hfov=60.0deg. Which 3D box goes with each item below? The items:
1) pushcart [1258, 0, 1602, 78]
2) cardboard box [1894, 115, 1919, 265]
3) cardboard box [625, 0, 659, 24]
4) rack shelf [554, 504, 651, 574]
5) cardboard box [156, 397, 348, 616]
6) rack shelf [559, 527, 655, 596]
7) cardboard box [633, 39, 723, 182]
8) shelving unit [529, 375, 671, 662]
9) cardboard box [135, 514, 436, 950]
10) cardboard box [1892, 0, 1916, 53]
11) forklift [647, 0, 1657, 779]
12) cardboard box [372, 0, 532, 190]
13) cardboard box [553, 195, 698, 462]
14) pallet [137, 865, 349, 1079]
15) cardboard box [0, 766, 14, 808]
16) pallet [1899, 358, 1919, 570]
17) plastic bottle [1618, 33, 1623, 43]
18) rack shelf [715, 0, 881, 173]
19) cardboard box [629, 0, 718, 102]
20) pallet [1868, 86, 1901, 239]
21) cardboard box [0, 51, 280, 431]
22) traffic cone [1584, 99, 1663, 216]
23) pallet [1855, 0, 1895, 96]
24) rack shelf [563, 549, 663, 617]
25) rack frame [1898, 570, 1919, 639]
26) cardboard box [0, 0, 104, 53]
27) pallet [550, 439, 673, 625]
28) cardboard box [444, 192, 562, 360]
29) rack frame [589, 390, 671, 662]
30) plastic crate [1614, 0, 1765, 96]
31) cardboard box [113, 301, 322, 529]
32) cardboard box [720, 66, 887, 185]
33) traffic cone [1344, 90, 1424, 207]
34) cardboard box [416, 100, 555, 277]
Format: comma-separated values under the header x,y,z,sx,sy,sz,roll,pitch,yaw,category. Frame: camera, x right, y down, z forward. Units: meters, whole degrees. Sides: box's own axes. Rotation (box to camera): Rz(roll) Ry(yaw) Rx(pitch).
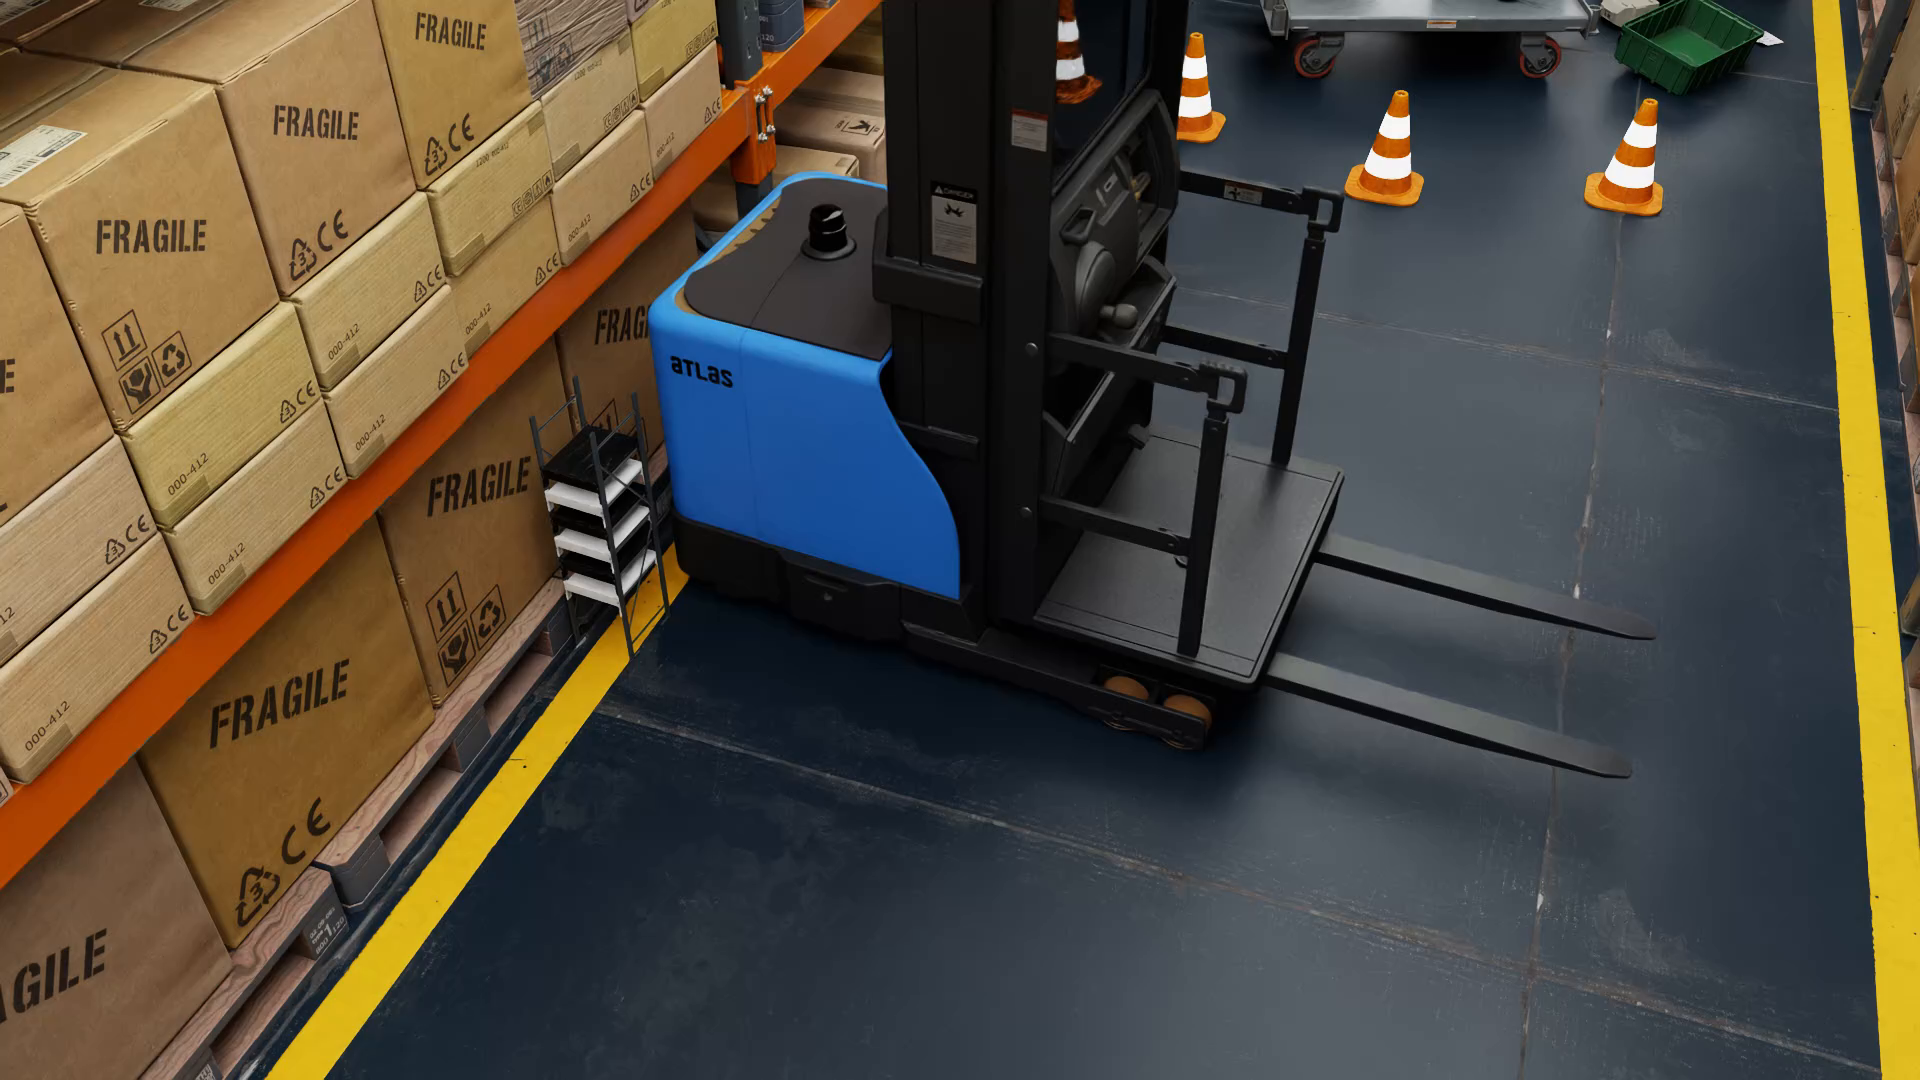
x,y,z,sx,sy,sz,roll,pitch,yaw,category
2.380,-2.762,8.696,1.648,0.377,0.936,0,40,0,pushcart
4.445,-1.516,6.625,1.050,0.750,0.750,13,42,15,cardboard box
-1.079,-1.840,4.749,0.500,0.500,0.500,12,42,14,cardboard box
-1.093,-0.026,5.138,0.200,0.077,0.258,16,43,18,rack shelf
-1.751,-0.133,3.711,0.500,0.250,0.500,13,42,15,cardboard box
-1.093,0.043,5.197,0.200,0.077,0.258,16,43,18,rack shelf
-1.077,-1.372,5.163,0.500,0.250,0.500,12,42,14,cardboard box
-1.093,-0.051,5.117,0.210,0.900,0.258,16,43,18,shelving unit
-2.077,0.344,4.349,0.875,0.875,0.875,14,43,16,cardboard box
5.187,-2.917,8.172,0.875,0.875,0.875,14,42,16,cardboard box
0.617,-0.879,4.522,3.031,2.935,1.130,16,43,18,forklift
-1.423,-1.224,4.026,0.500,0.500,0.500,13,42,15,cardboard box
-1.462,-0.744,5.624,0.875,0.875,0.875,13,42,15,cardboard box
-2.323,1.218,4.160,1.003,0.211,1.213,13,42,15,pallet
-2.117,0.492,2.978,0.500,0.250,0.500,12,42,14,cardboard box
3.879,-0.162,5.777,1.003,0.211,1.213,13,42,15,pallet
3.583,-2.584,8.731,0.133,0.061,0.283,-7,41,-8,plastic bottle
-0.464,-2.741,7.206,1.077,0.370,4.000,13,42,15,rack shelf
-1.075,-1.577,5.017,0.500,0.250,0.500,13,42,15,cardboard box
4.713,-1.650,7.521,1.003,0.211,1.213,13,42,15,pallet
-1.773,-0.600,3.295,0.500,0.500,0.500,12,42,14,cardboard box
3.029,-1.750,7.445,0.336,0.463,0.334,13,42,15,traffic cone
5.240,-2.584,8.616,1.003,0.211,1.213,13,42,15,pallet
-1.093,0.111,5.255,0.200,0.077,0.258,16,43,18,rack shelf
3.538,-0.758,4.328,1.000,3.000,0.127,13,42,15,rack frame
-2.074,-1.043,3.814,0.500,0.500,0.500,14,42,16,cardboard box
-1.488,-0.270,5.904,1.003,0.211,1.213,13,42,15,pallet
-1.424,-0.754,4.438,0.500,0.250,0.500,13,42,15,cardboard box
-1.000,-0.025,5.085,0.006,0.900,0.240,16,43,18,rack frame
3.735,-2.547,8.546,0.662,0.188,0.450,-29,58,-29,plastic crate
-1.751,-0.321,3.545,0.500,0.250,0.500,14,42,16,cardboard box
-0.700,-1.750,7.191,0.950,0.372,0.625,13,42,14,cardboard box
1.952,-1.804,7.508,0.336,0.463,0.334,13,42,15,traffic cone
-1.402,-0.946,4.278,0.500,0.250,0.500,12,42,14,cardboard box
